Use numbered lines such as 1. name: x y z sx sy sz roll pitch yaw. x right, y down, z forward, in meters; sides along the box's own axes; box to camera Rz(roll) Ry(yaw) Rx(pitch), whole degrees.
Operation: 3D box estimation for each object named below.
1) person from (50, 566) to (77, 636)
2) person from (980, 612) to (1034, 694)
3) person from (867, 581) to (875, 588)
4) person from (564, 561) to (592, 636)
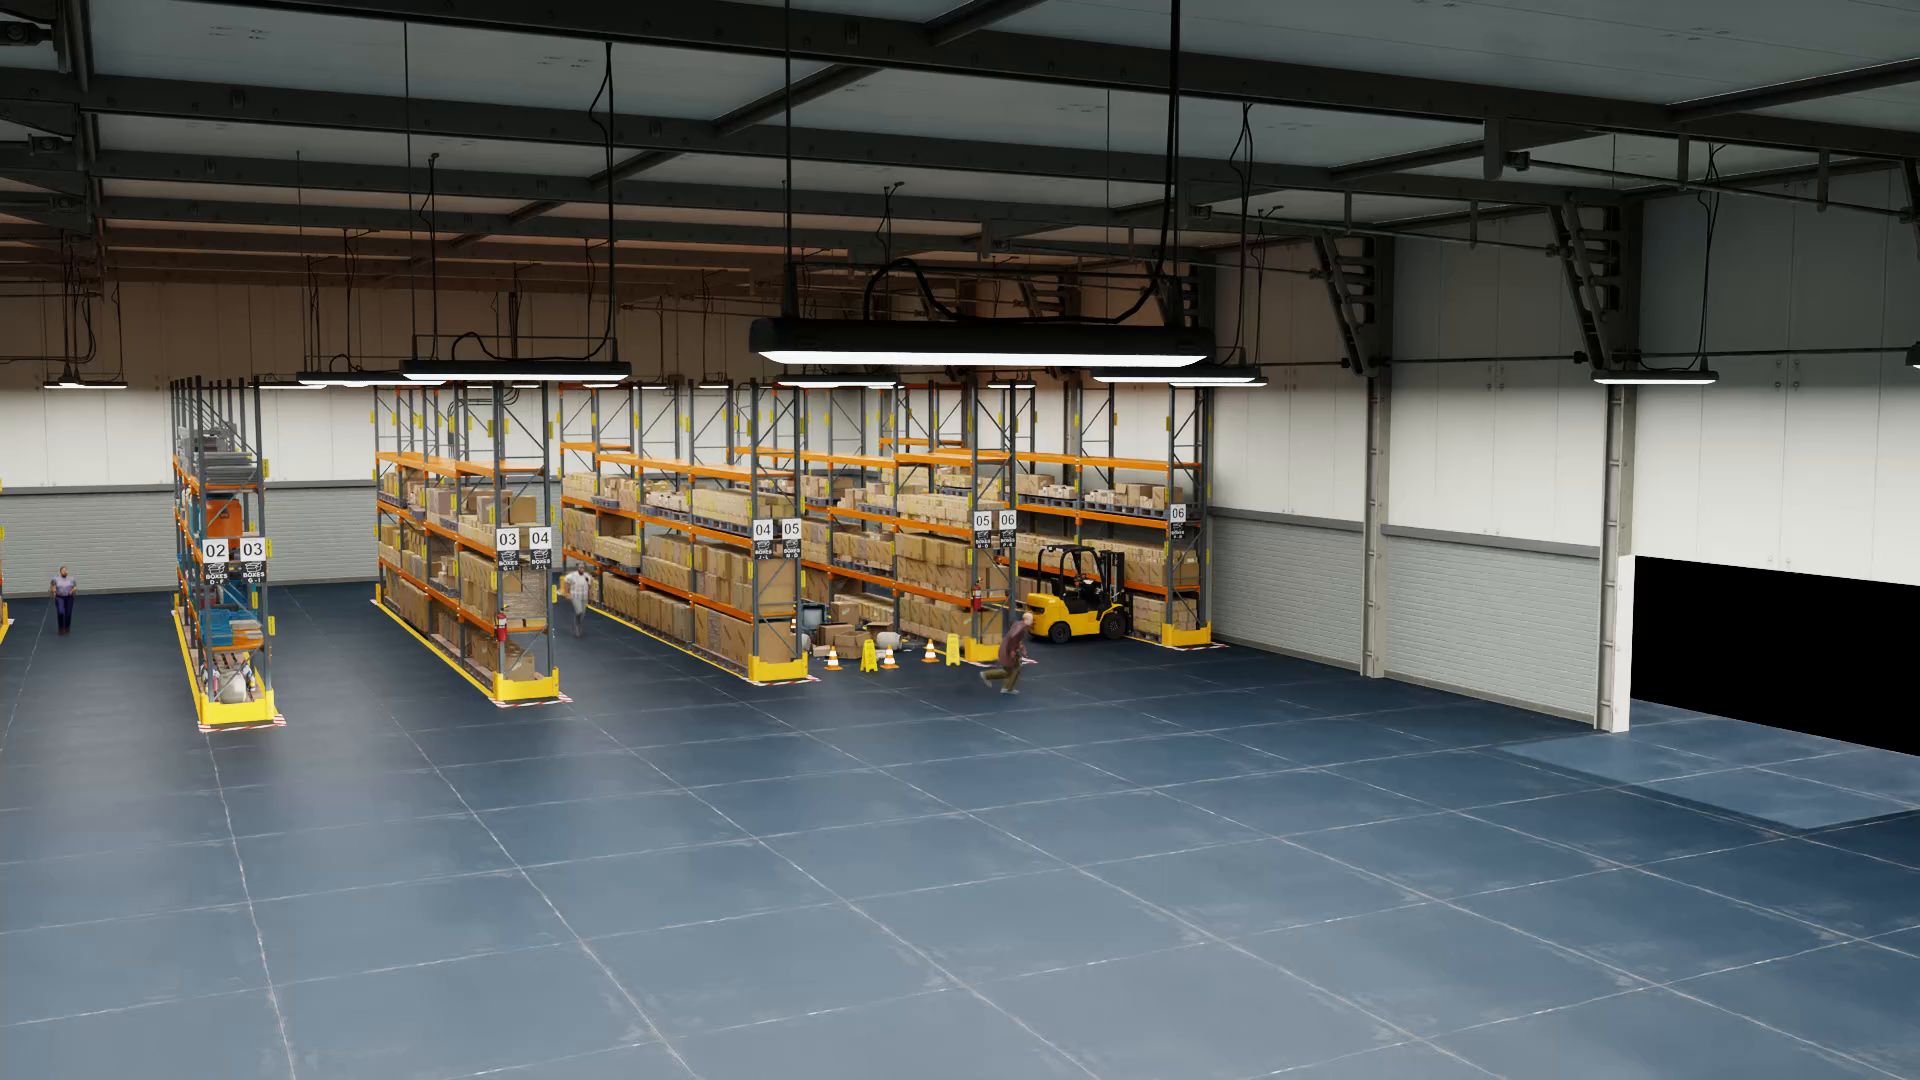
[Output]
1. person: -21.147 1.437 39.267 0.529 1.666 0.795 -4 6 -36
2. person: 0.883 2.151 31.487 1.017 1.578 0.724 0 5 5
3. person: -2.760 0.656 48.087 0.785 1.666 0.670 -1 5 -9
4. person: -8.983 1.387 39.196 0.606 1.800 0.856 -4 7 -39
